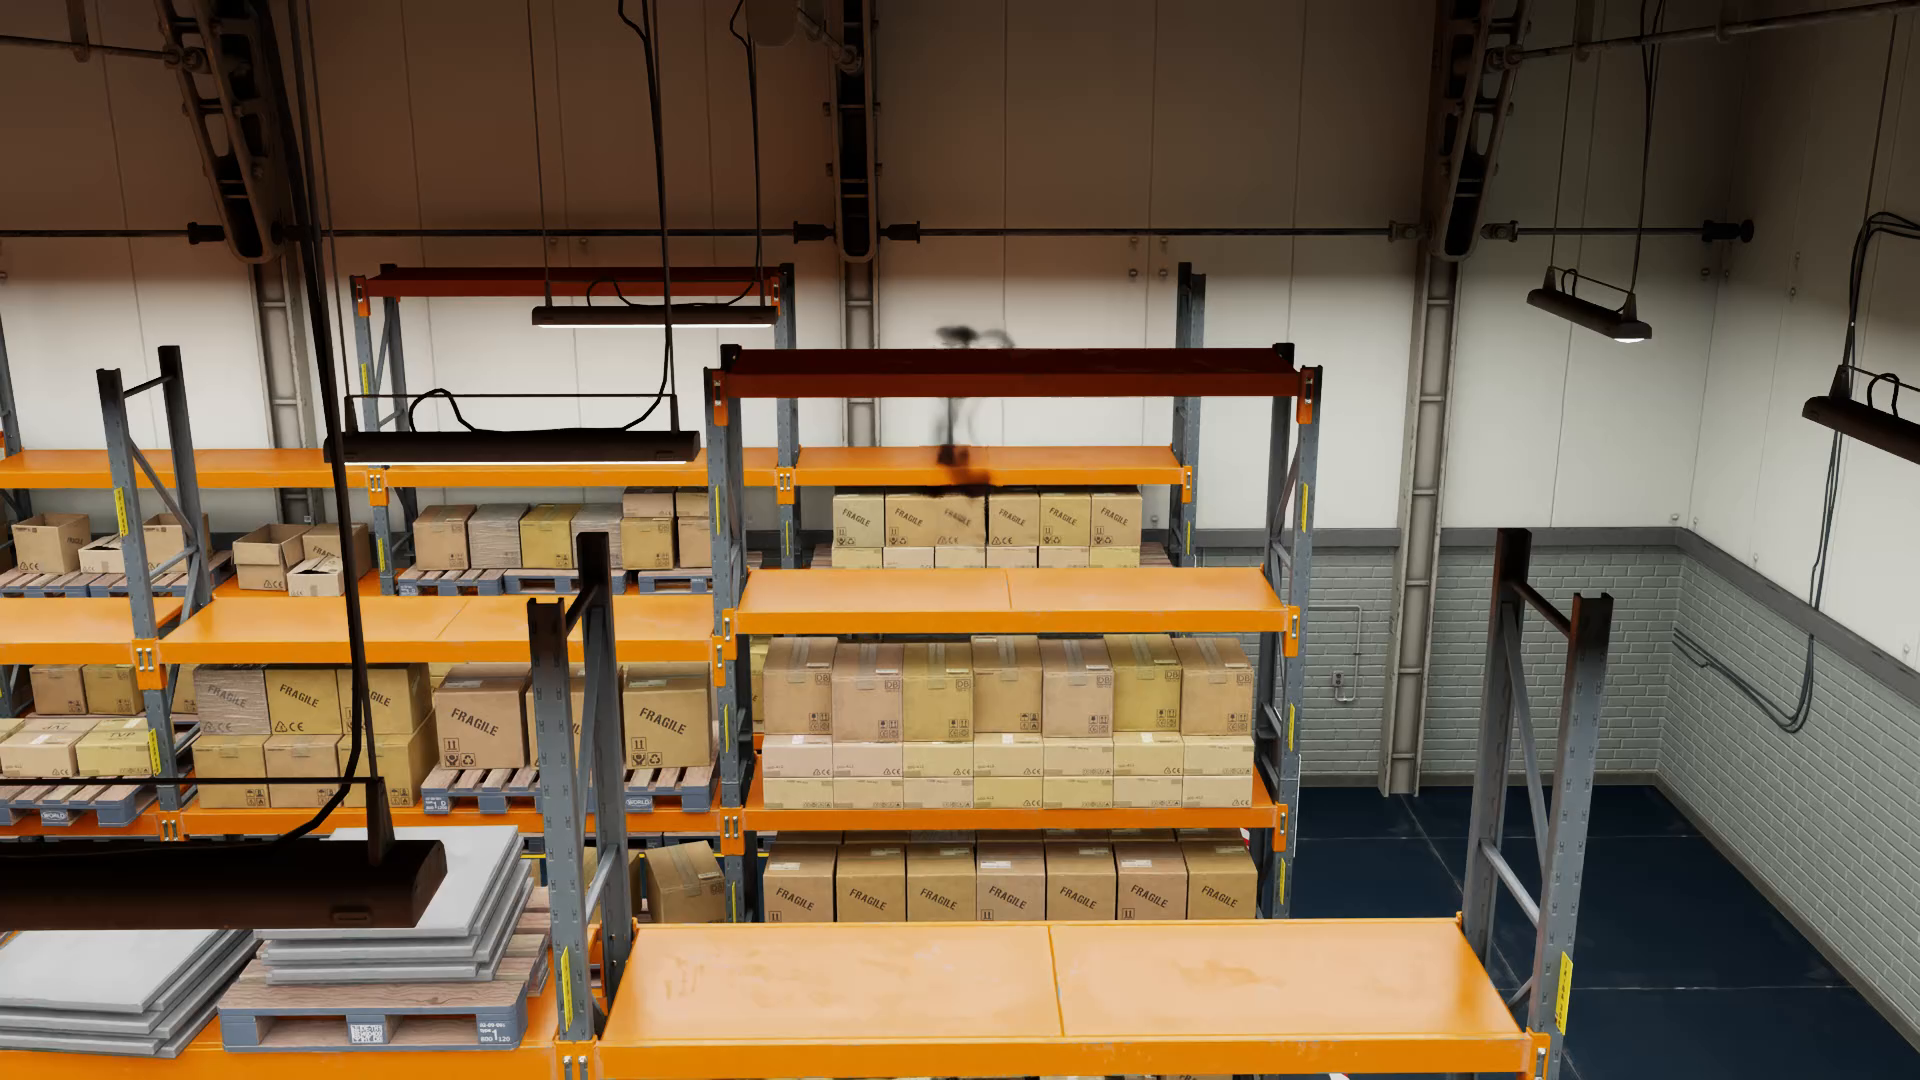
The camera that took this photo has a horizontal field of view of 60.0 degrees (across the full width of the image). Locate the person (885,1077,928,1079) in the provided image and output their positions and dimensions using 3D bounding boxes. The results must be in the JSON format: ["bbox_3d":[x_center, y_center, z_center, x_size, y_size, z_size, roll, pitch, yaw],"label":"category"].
[{"bbox_3d":[-0.281,4.096,11.268,0.981,1.814,0.672,-1,16,-2],"label":"person"}]
